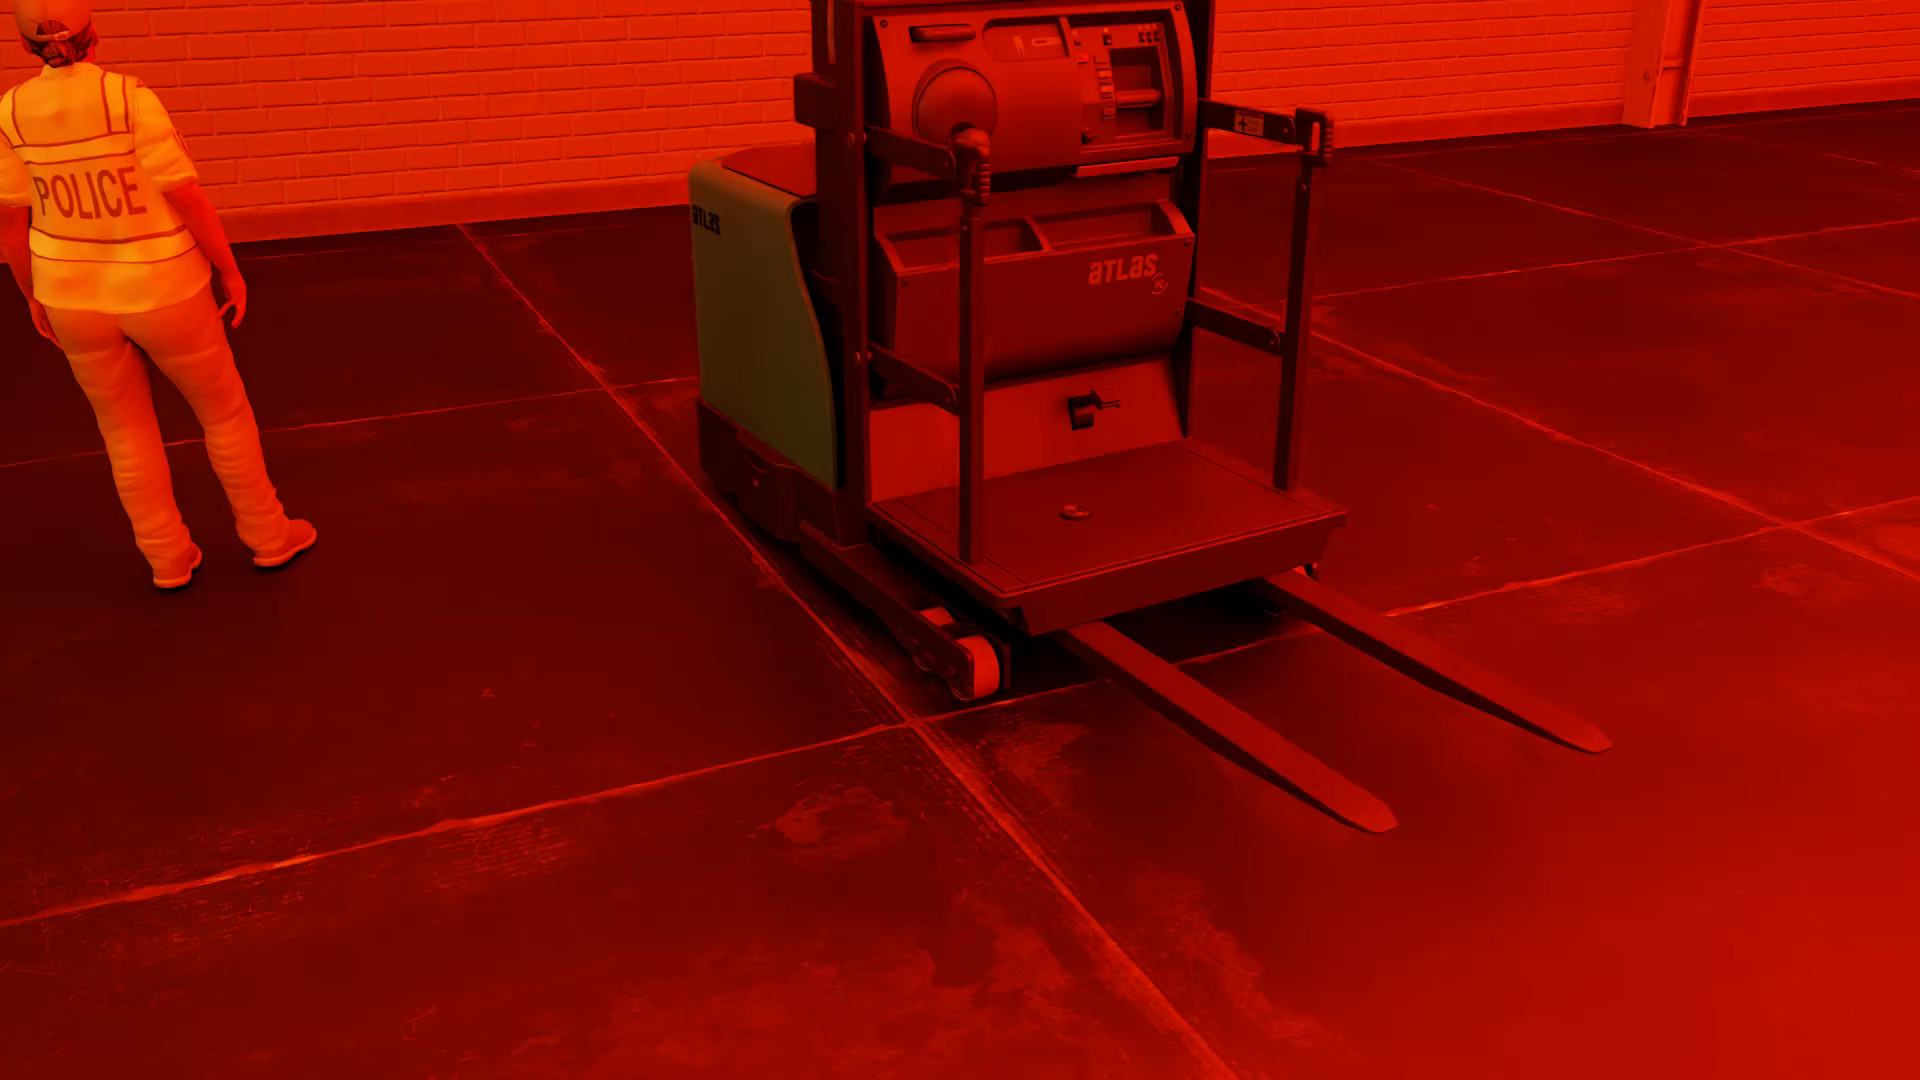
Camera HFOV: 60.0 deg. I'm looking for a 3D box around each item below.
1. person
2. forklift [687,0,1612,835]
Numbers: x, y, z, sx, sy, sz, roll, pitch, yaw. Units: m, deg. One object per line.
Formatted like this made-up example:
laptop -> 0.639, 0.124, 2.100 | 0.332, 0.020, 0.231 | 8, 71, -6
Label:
person -> -2.230, -0.679, 4.550 | 0.595, 1.669, 0.531 | -3, 23, -8
forklift -> 0.318, -1.153, 4.061 | 1.130, 2.935, 3.031 | -13, 26, -28
